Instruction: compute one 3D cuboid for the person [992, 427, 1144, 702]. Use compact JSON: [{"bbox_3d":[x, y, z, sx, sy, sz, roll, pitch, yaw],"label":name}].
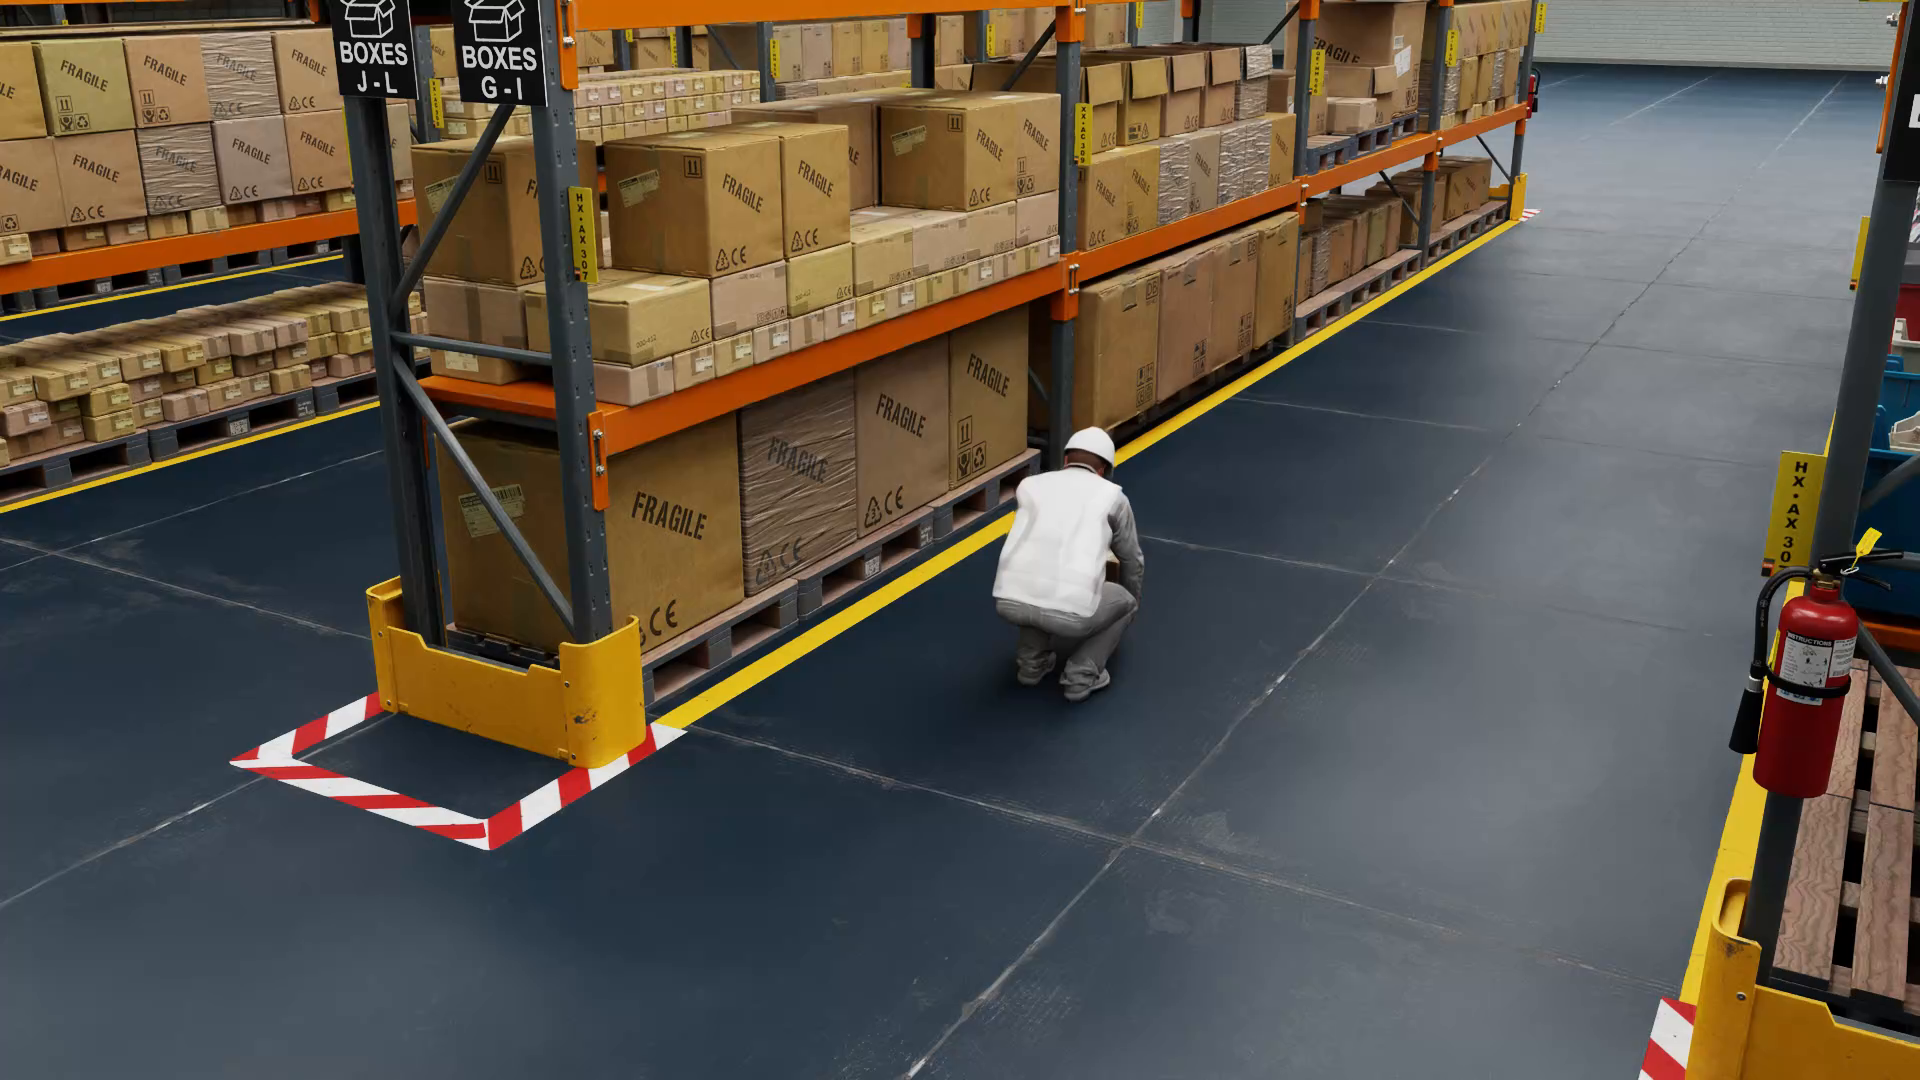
[{"bbox_3d":[0.454,0.095,6.937,0.541,1.003,0.858,11,22,28],"label":"person"}]
